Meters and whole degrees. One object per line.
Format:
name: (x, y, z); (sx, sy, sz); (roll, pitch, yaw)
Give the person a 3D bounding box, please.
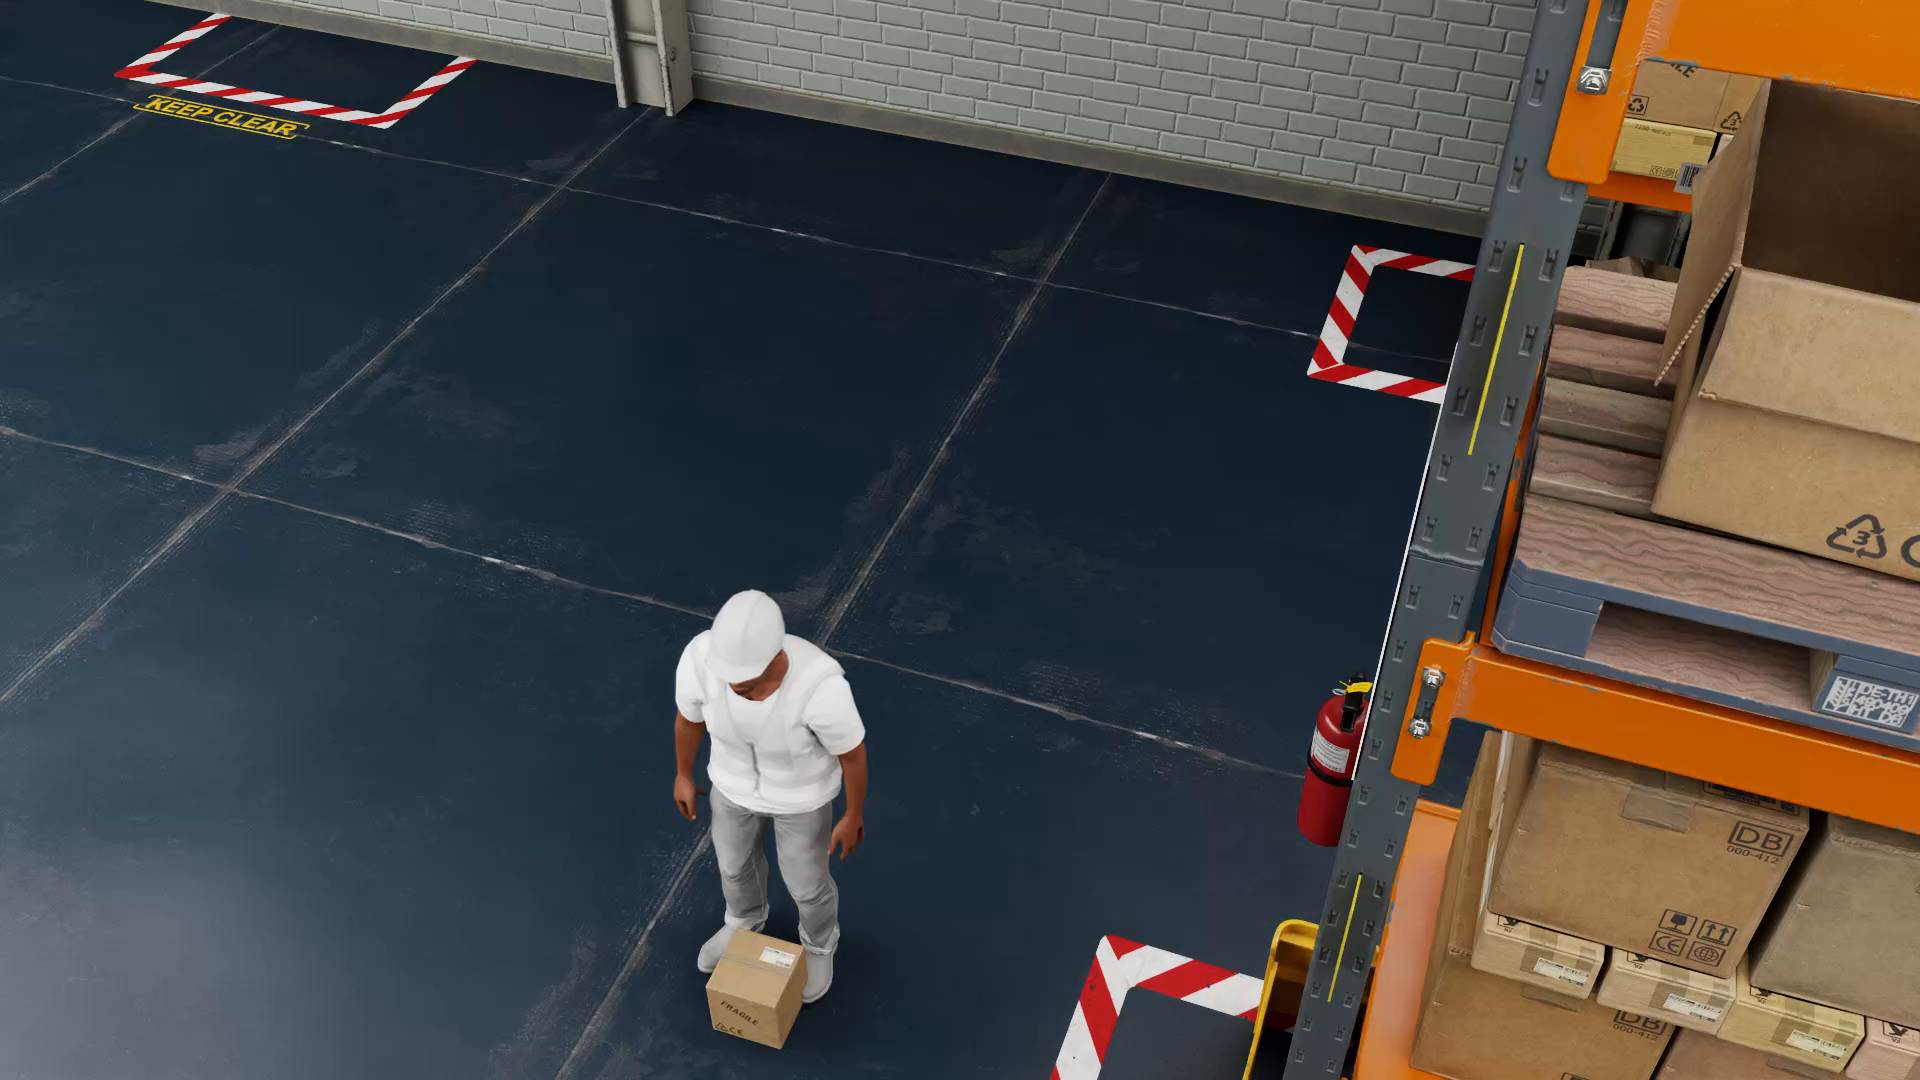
person: (-0.600, 0.794, 5.239); (0.638, 1.761, 0.457); (12, 43, 13)
